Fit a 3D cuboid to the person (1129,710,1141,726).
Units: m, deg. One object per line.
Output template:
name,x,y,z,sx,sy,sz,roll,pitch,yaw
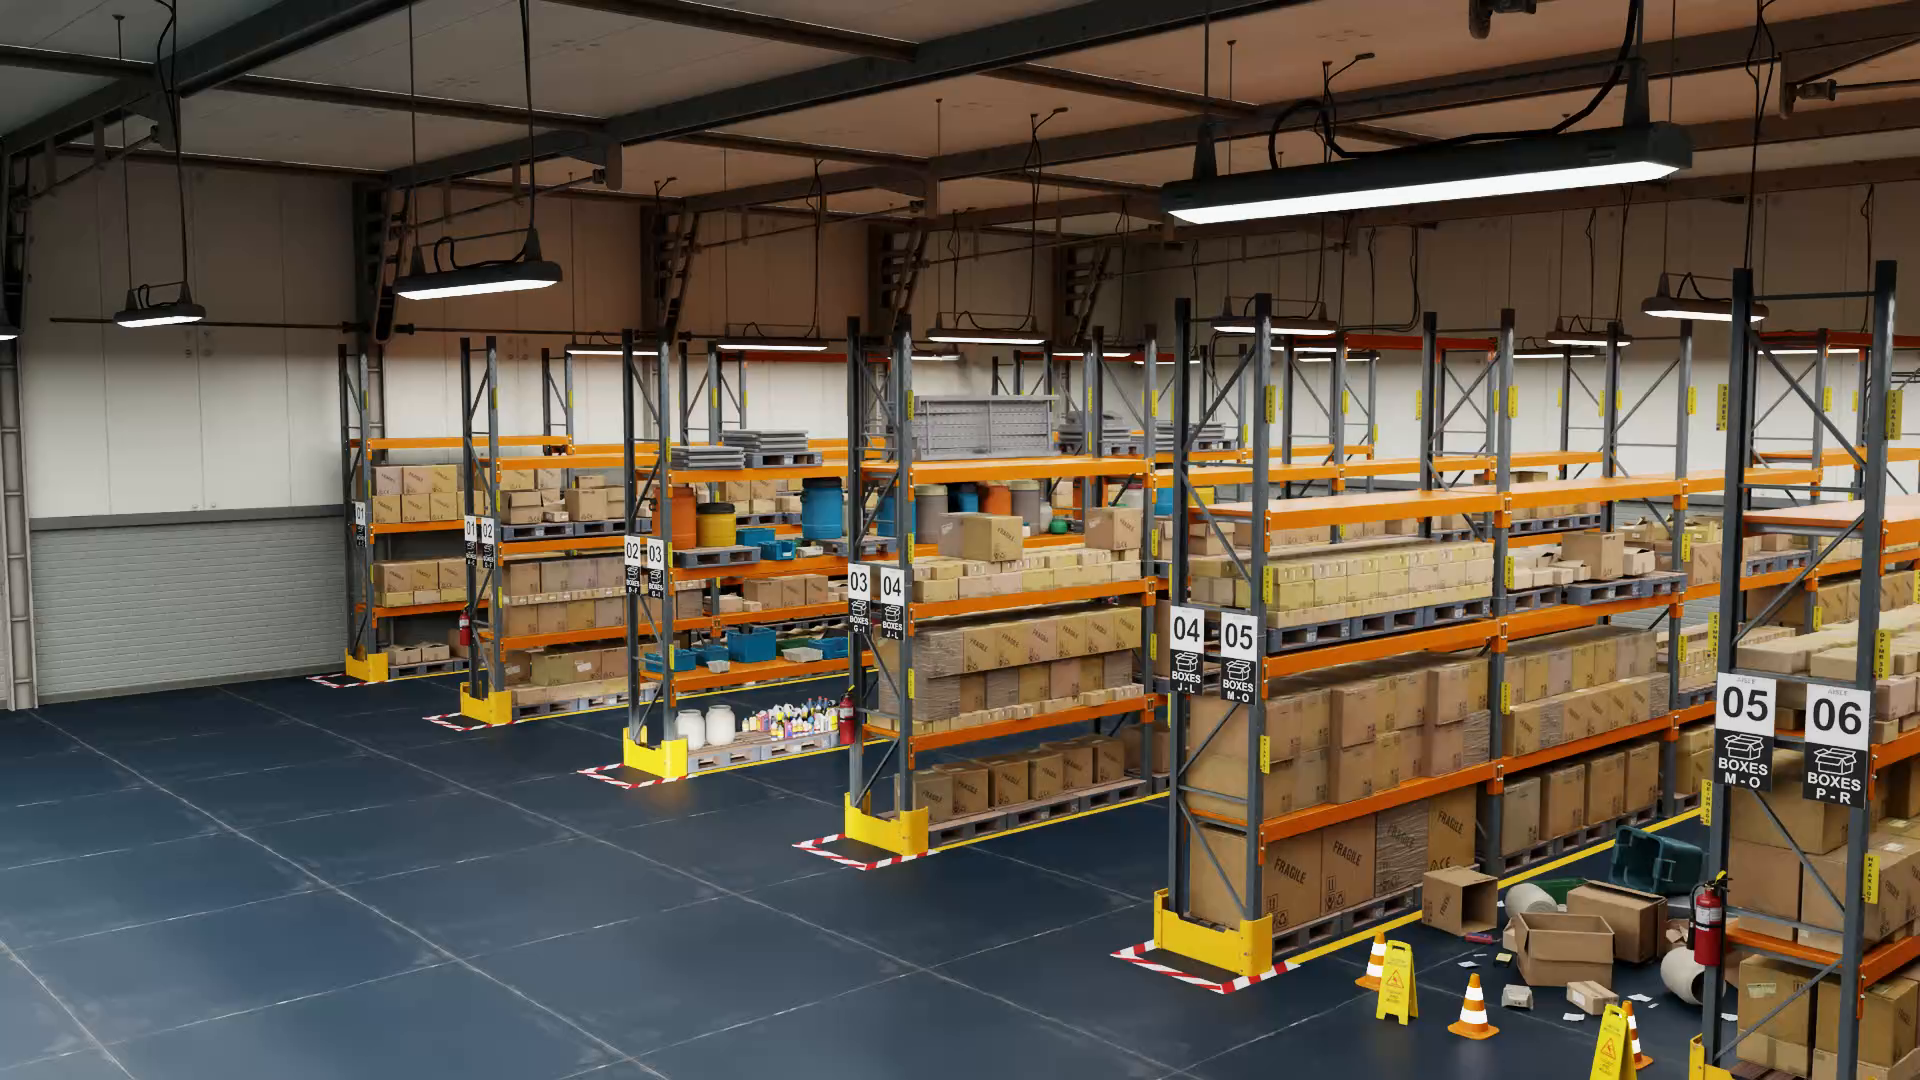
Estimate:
person,2.598,2.074,24.734,0.678,1.817,0.803,4,7,39
